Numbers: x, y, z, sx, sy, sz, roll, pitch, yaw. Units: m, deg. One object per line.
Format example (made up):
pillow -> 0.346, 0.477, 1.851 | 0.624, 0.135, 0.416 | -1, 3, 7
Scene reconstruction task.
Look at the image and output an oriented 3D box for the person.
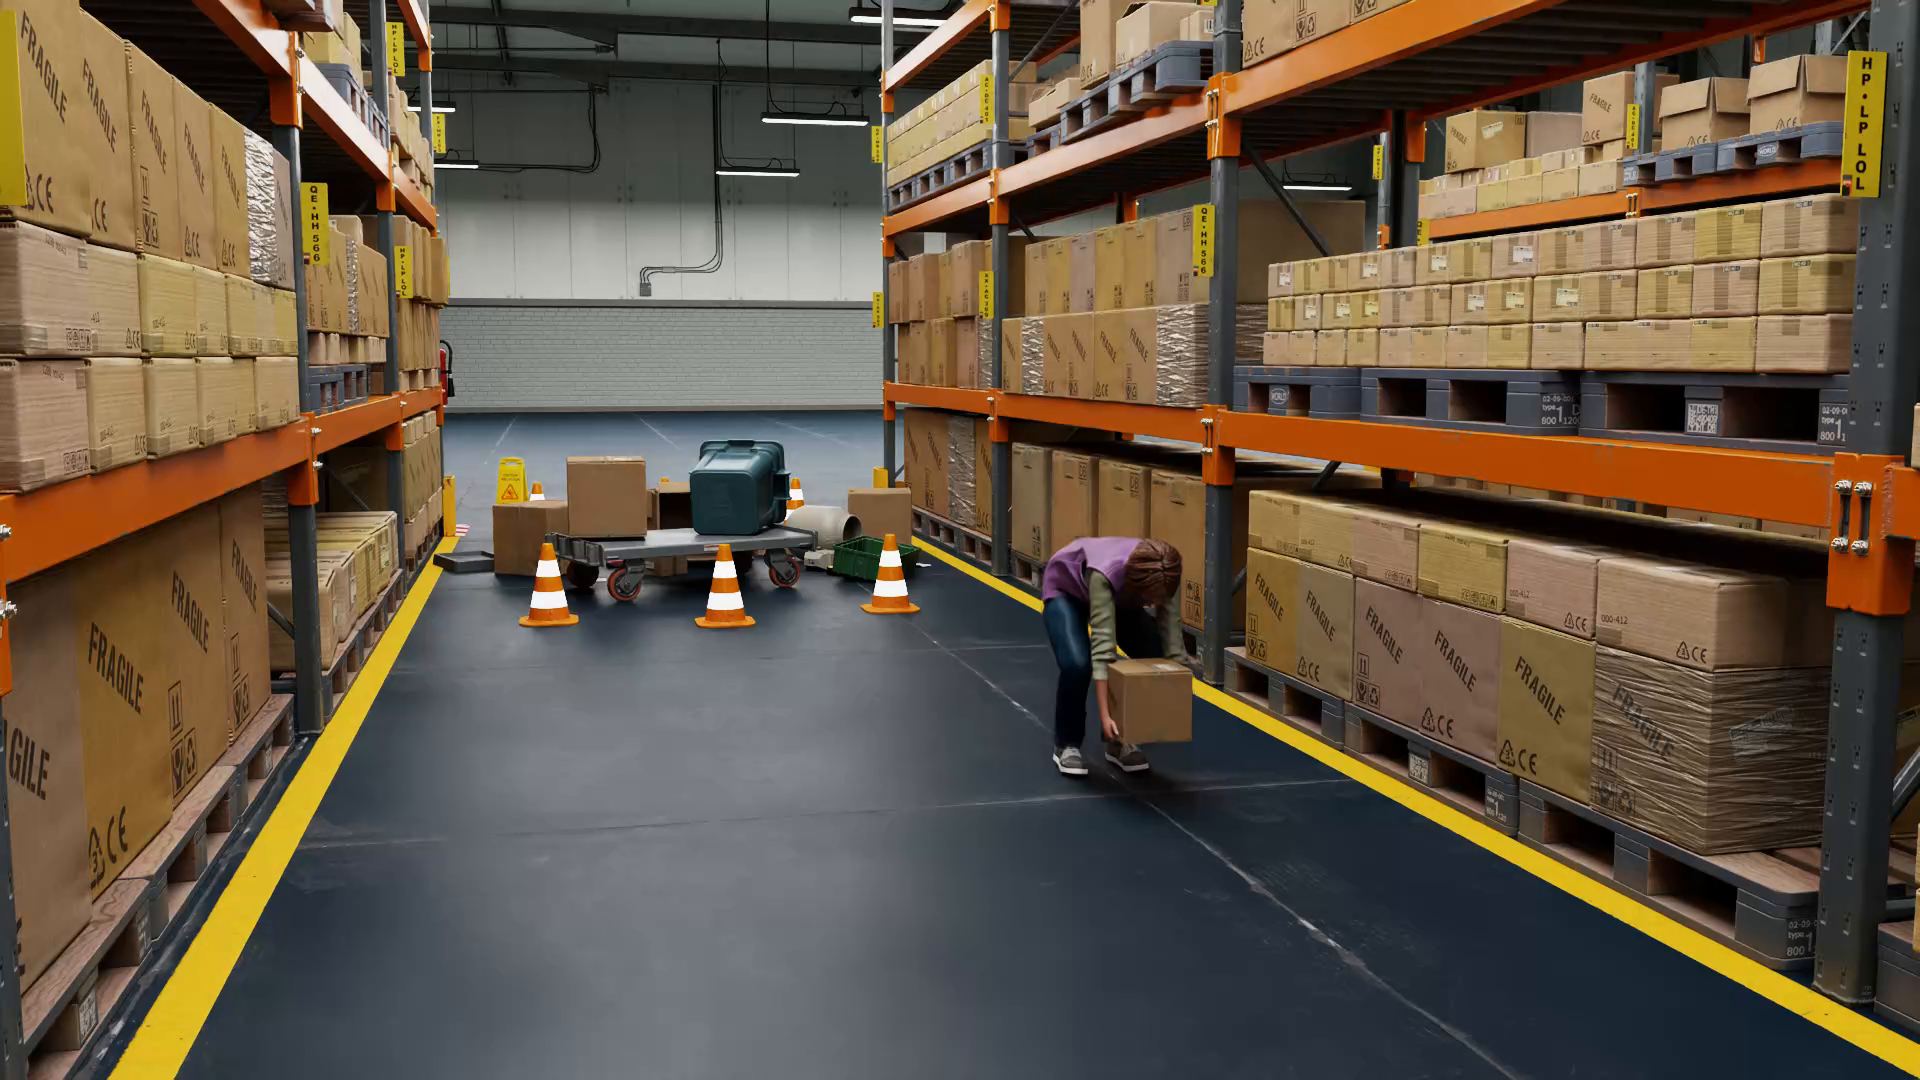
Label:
person -> 0.572, 0.422, 6.105 | 0.429, 0.928, 0.862 | -2, 7, -17
